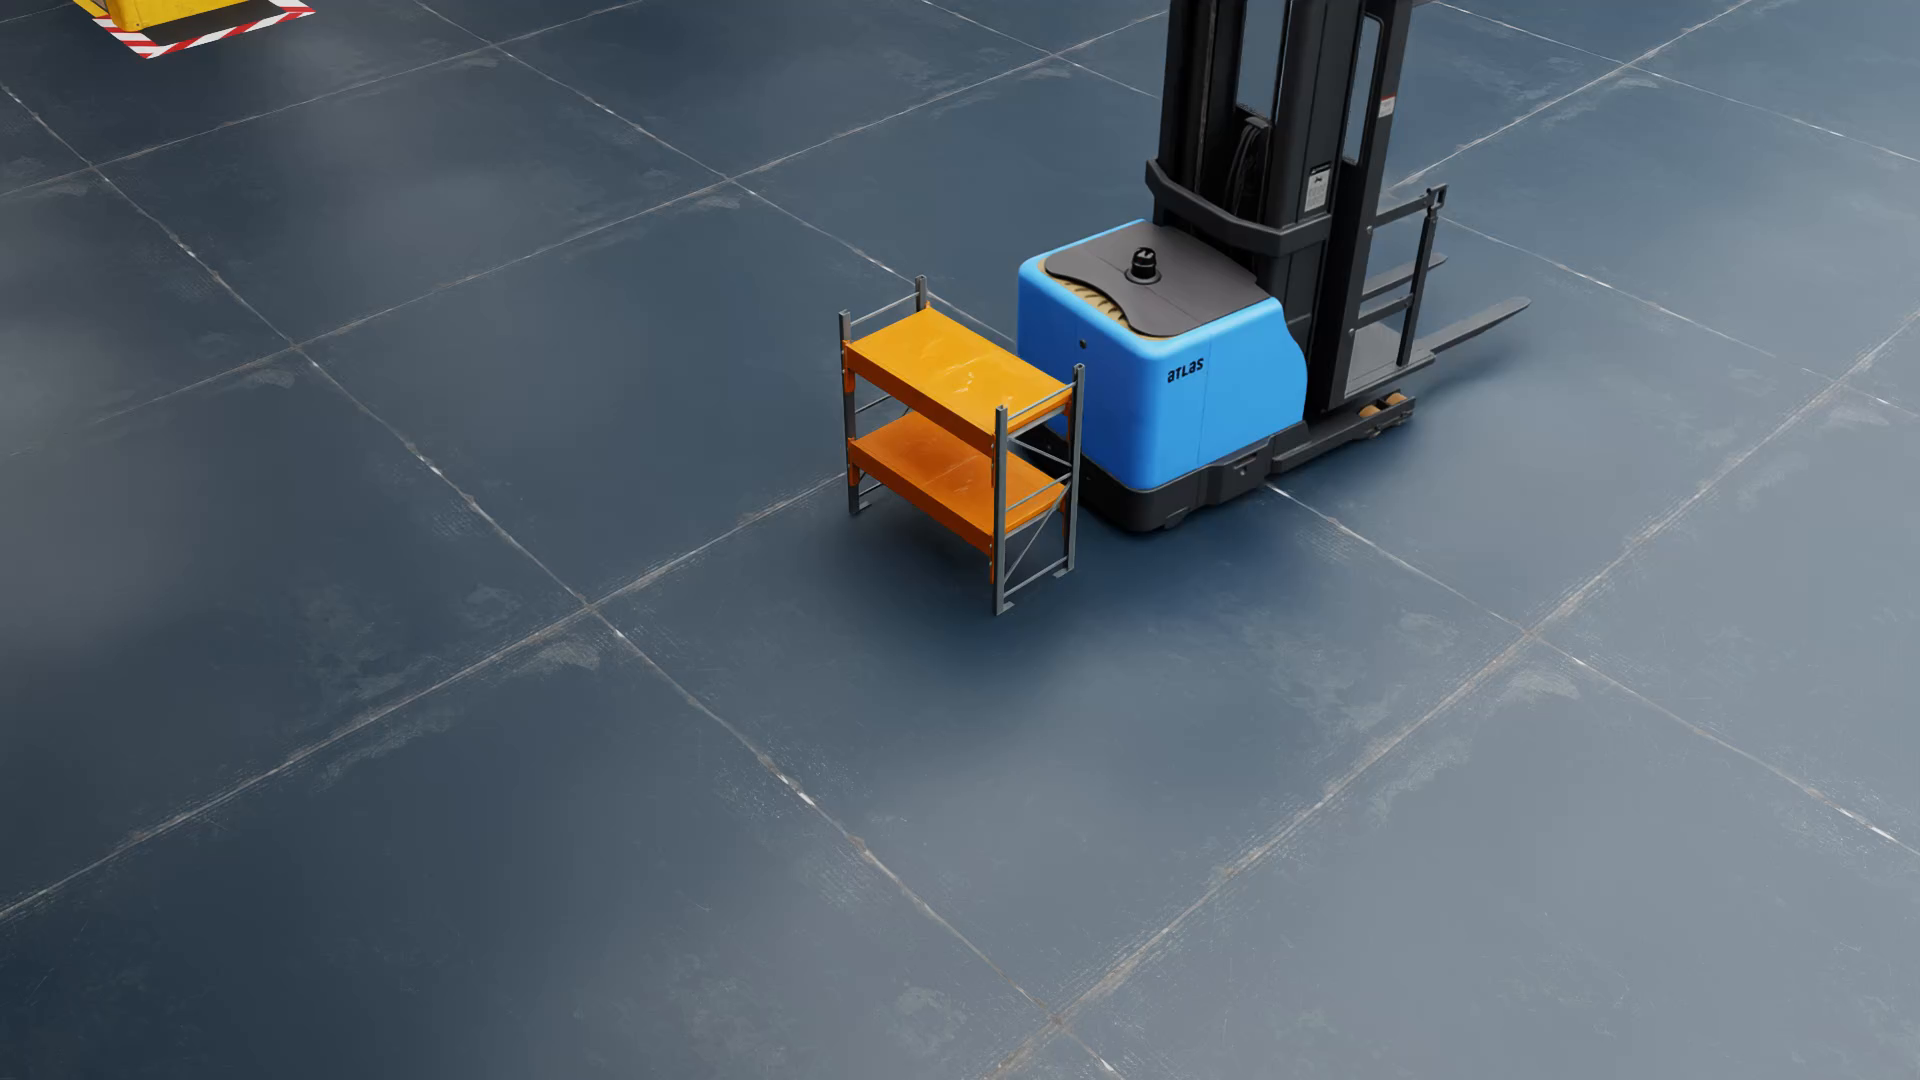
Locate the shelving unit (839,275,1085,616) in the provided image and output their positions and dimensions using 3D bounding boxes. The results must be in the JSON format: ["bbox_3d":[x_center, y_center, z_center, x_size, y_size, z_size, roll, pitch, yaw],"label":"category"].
[{"bbox_3d":[-0.005,-0.441,7.608,0.538,1.125,1.048,-30,48,-32],"label":"shelving unit"}]

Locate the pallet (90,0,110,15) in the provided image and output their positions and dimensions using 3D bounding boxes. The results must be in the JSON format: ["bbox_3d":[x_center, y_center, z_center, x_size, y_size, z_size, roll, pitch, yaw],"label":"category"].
[{"bbox_3d":[-6.653,-4.652,13.549,1.003,0.211,1.213,-30,48,-32],"label":"pallet"}]

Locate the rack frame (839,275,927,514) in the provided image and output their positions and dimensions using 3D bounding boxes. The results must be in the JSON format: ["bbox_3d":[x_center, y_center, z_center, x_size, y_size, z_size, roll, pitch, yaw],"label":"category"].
[{"bbox_3d":[-0.348,-0.676,7.900,0.500,1.125,0.032,-30,48,-32],"label":"rack frame"}]

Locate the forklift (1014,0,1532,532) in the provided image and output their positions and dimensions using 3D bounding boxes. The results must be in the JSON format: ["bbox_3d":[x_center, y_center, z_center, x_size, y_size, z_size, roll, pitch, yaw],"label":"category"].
[{"bbox_3d":[1.758,-1.915,7.996,3.031,2.935,1.130,-24,45,-27],"label":"forklift"}]

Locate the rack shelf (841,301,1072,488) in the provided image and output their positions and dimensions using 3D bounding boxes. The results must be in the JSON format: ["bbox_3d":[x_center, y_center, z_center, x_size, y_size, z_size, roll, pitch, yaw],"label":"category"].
[{"bbox_3d":[-0.005,-0.668,7.424,0.538,0.278,1.000,-30,48,-32],"label":"rack shelf"}]

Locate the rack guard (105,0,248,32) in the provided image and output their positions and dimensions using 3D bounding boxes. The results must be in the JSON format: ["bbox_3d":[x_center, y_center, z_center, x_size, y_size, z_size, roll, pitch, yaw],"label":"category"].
[{"bbox_3d":[-6.089,-4.417,13.029,1.175,0.500,0.348,-30,48,-32],"label":"rack guard"}]

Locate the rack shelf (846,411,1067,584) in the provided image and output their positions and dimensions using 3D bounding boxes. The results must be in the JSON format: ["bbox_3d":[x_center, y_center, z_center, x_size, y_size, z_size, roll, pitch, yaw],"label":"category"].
[{"bbox_3d":[-0.005,-0.251,7.762,0.538,0.278,1.000,-30,48,-32],"label":"rack shelf"}]

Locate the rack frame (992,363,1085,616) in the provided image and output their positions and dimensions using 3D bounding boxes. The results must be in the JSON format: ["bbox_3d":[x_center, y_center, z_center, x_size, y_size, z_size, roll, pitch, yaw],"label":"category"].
[{"bbox_3d":[0.339,-0.205,7.317,0.500,1.125,0.032,-30,48,-32],"label":"rack frame"}]
